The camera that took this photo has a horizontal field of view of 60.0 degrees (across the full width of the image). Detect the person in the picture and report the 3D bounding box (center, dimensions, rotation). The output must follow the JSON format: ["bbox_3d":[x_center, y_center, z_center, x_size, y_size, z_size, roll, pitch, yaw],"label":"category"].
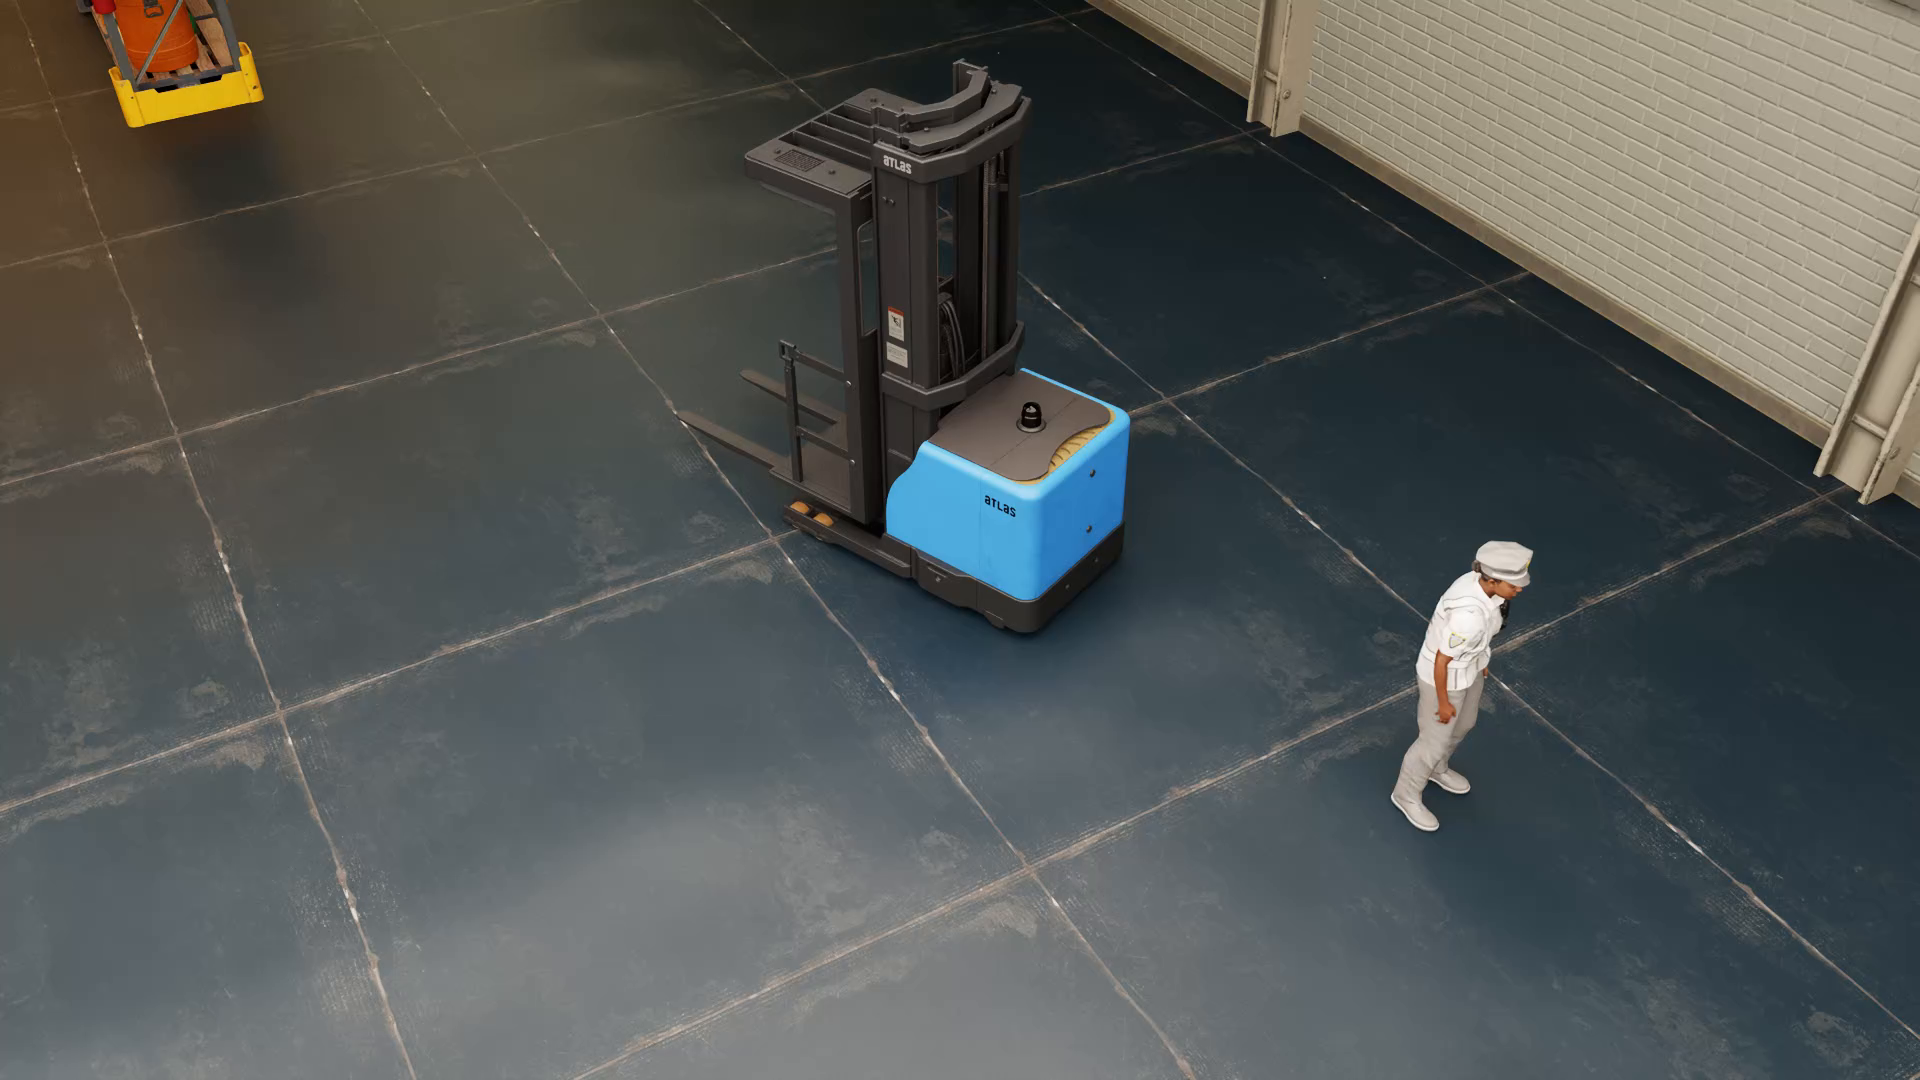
[{"bbox_3d":[2.456,0.682,8.210,0.391,1.661,0.531,27,47,29],"label":"person"}]

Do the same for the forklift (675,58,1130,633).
[{"bbox_3d":[-0.481,-1.366,9.683,3.031,2.935,1.130,26,46,28],"label":"forklift"}]
